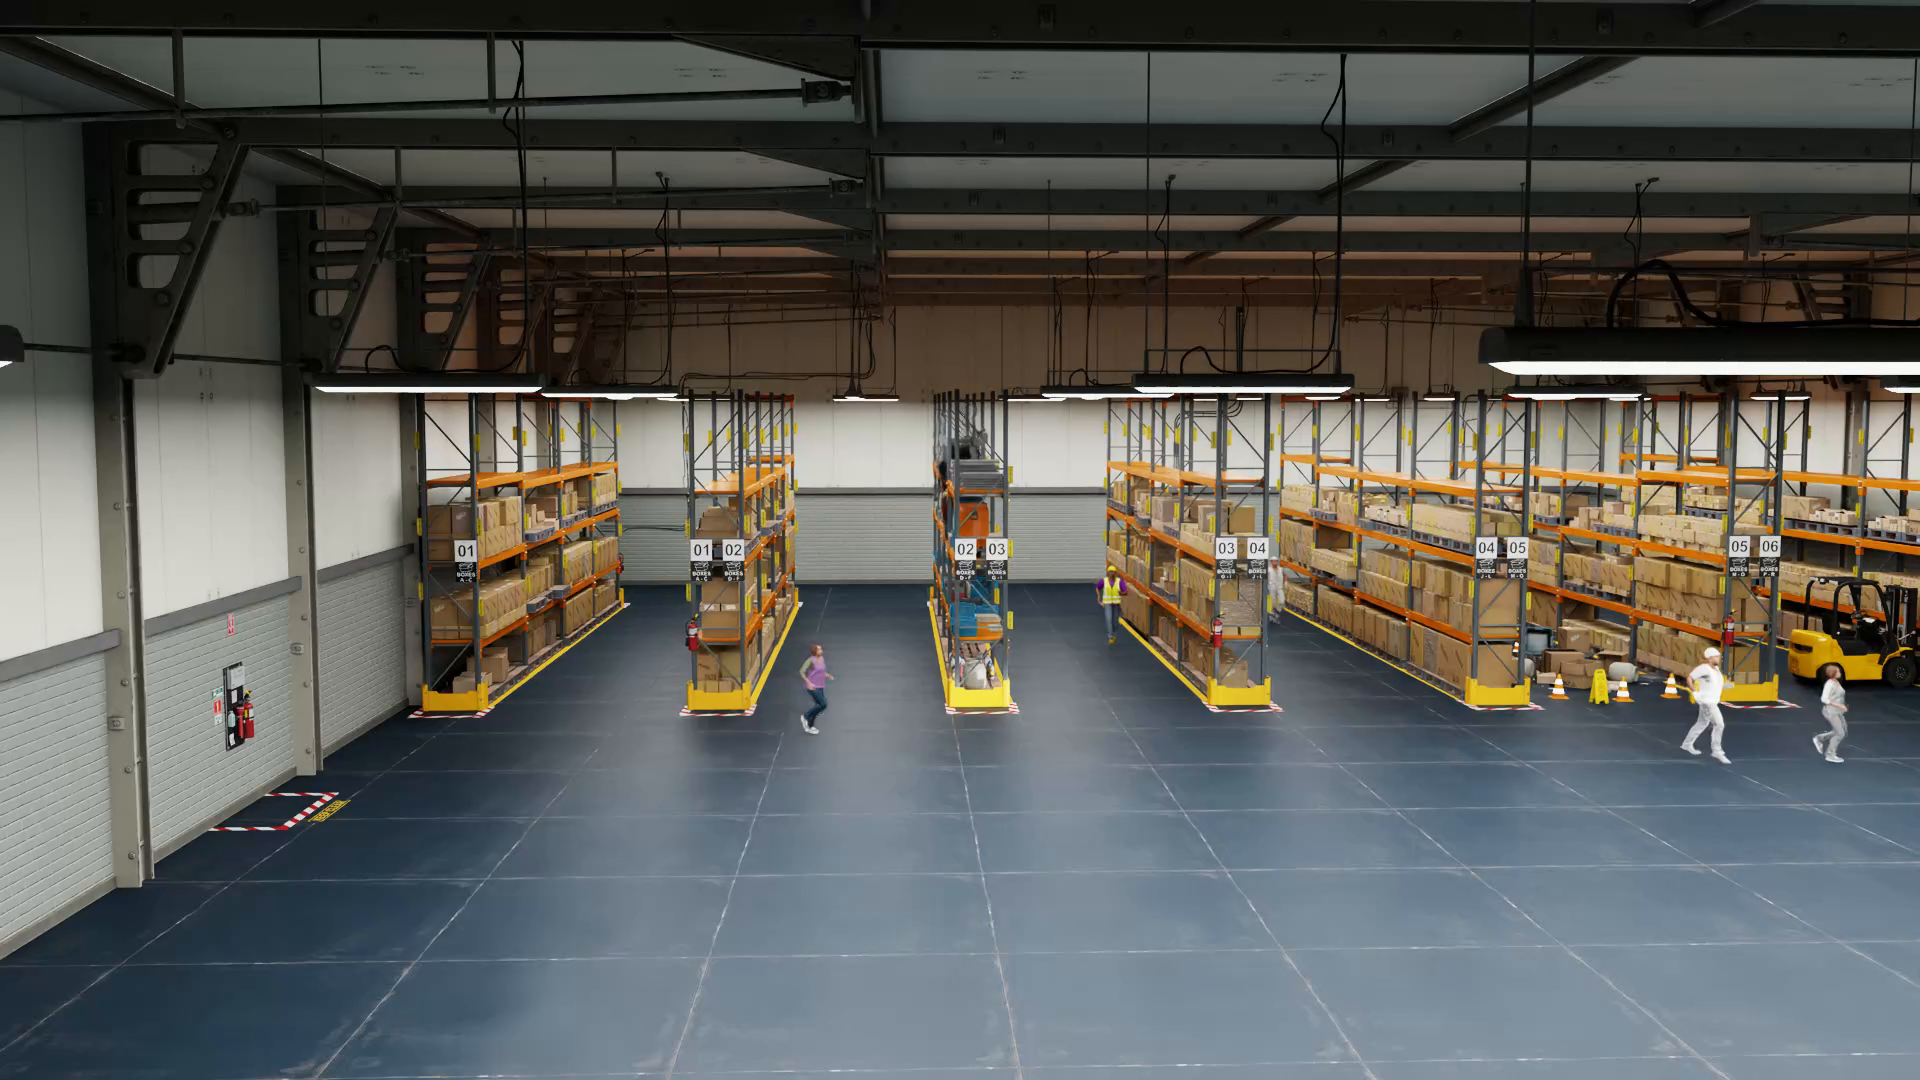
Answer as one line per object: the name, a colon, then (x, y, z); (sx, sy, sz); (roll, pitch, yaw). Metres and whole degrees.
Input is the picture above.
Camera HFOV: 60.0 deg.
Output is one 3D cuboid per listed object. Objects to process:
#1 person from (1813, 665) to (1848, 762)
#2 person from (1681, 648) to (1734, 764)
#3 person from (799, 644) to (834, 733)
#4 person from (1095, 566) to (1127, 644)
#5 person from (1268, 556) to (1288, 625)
person: (13.965, 2.776, 26.640); (0.563, 1.549, 0.533); (4, 6, 44)
person: (12.040, 2.642, 26.766); (0.790, 1.836, 0.690); (4, 6, 37)
person: (-2.471, 2.584, 28.949); (0.540, 1.567, 0.521); (2, 5, 28)
person: (3.469, 1.482, 37.974); (0.710, 1.791, 0.917); (0, 5, -2)
person: (8.239, 1.317, 43.344); (0.671, 1.785, 0.715); (0, 5, 1)
